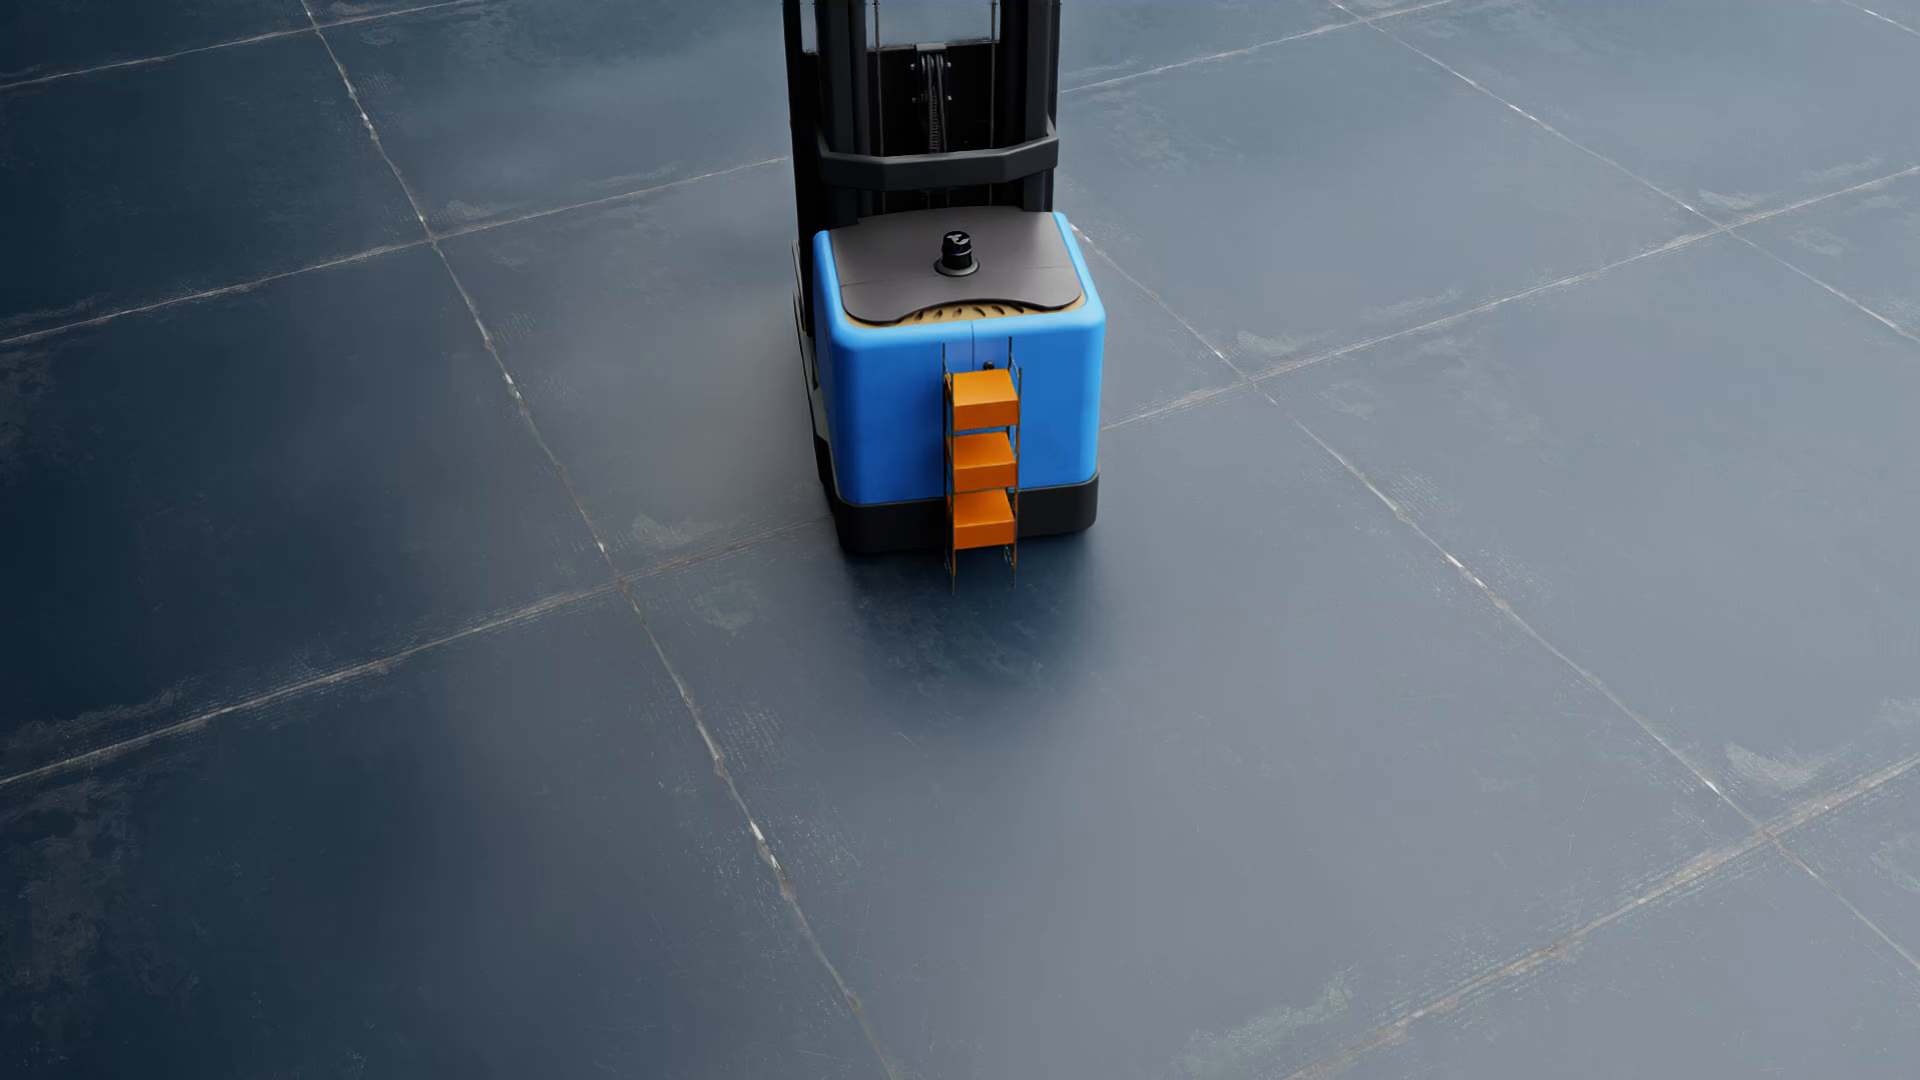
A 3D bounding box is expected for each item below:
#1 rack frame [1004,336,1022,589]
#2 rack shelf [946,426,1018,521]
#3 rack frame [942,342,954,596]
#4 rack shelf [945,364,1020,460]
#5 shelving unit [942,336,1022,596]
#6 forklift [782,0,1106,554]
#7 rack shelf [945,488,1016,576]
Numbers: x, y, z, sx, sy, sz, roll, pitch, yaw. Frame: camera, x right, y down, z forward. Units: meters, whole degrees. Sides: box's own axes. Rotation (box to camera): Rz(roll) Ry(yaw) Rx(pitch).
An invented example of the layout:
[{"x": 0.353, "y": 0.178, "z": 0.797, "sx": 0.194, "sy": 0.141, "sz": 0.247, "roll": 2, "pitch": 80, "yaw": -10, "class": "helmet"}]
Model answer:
[{"x": 0.197, "y": -0.272, "z": 6.259, "sx": 0.008, "sy": 1.050, "sz": 0.200, "roll": -6, "pitch": 41, "yaw": -8, "class": "rack frame"}, {"x": 0.077, "y": -0.250, "z": 6.250, "sx": 0.240, "sy": 0.259, "sz": 0.215, "roll": -6, "pitch": 41, "yaw": -8, "class": "rack shelf"}, {"x": -0.043, "y": -0.245, "z": 6.227, "sx": 0.008, "sy": 1.050, "sz": 0.200, "roll": -6, "pitch": 41, "yaw": -8, "class": "rack frame"}, {"x": 0.077, "y": -0.467, "z": 6.066, "sx": 0.240, "sy": 0.259, "sz": 0.215, "roll": -6, "pitch": 41, "yaw": -8, "class": "rack shelf"}, {"x": 0.077, "y": -0.258, "z": 6.243, "sx": 0.252, "sy": 1.050, "sz": 0.215, "roll": -6, "pitch": 41, "yaw": -8, "class": "shelving unit"}, {"x": -0.188, "y": -2.019, "z": 6.866, "sx": 1.130, "sy": 2.935, "sz": 3.031, "roll": -6, "pitch": 41, "yaw": -7, "class": "forklift"}, {"x": 0.077, "y": -0.038, "z": 6.429, "sx": 0.240, "sy": 0.259, "sz": 0.215, "roll": -6, "pitch": 41, "yaw": -8, "class": "rack shelf"}]
